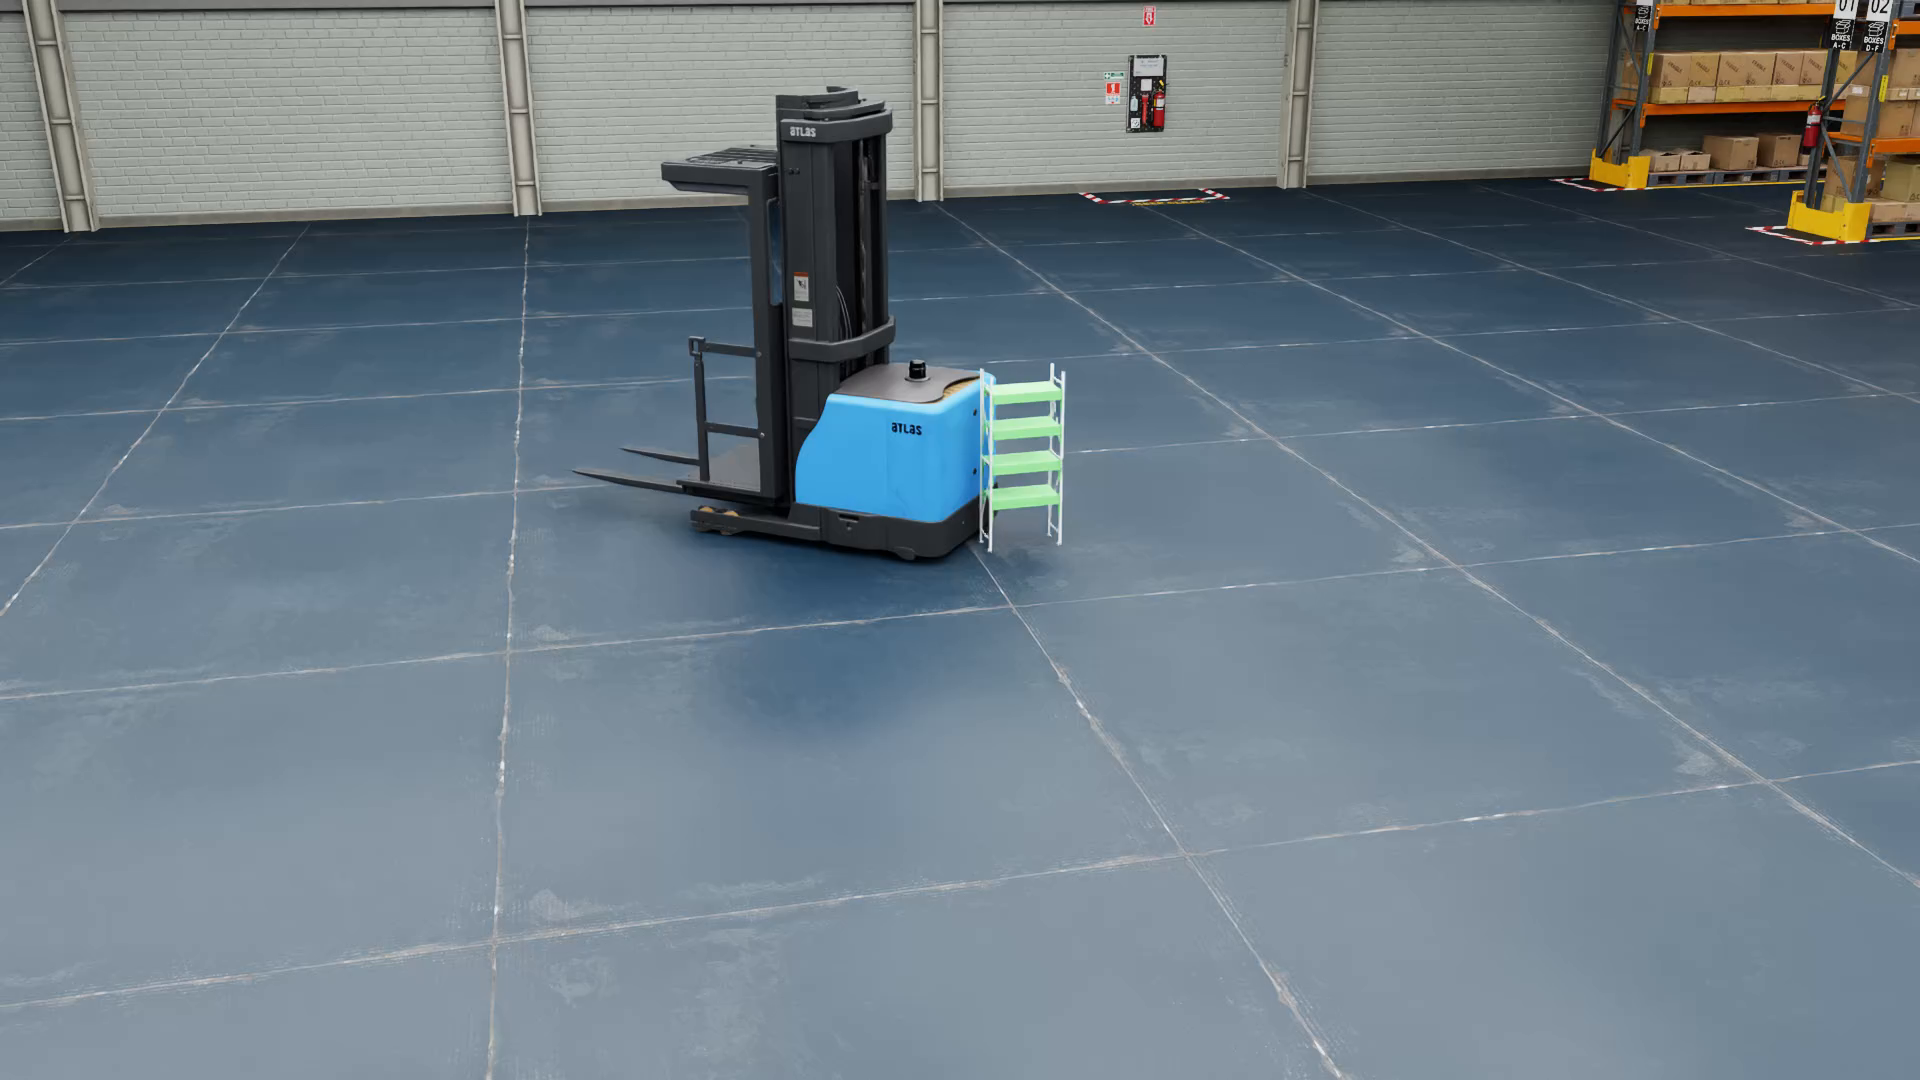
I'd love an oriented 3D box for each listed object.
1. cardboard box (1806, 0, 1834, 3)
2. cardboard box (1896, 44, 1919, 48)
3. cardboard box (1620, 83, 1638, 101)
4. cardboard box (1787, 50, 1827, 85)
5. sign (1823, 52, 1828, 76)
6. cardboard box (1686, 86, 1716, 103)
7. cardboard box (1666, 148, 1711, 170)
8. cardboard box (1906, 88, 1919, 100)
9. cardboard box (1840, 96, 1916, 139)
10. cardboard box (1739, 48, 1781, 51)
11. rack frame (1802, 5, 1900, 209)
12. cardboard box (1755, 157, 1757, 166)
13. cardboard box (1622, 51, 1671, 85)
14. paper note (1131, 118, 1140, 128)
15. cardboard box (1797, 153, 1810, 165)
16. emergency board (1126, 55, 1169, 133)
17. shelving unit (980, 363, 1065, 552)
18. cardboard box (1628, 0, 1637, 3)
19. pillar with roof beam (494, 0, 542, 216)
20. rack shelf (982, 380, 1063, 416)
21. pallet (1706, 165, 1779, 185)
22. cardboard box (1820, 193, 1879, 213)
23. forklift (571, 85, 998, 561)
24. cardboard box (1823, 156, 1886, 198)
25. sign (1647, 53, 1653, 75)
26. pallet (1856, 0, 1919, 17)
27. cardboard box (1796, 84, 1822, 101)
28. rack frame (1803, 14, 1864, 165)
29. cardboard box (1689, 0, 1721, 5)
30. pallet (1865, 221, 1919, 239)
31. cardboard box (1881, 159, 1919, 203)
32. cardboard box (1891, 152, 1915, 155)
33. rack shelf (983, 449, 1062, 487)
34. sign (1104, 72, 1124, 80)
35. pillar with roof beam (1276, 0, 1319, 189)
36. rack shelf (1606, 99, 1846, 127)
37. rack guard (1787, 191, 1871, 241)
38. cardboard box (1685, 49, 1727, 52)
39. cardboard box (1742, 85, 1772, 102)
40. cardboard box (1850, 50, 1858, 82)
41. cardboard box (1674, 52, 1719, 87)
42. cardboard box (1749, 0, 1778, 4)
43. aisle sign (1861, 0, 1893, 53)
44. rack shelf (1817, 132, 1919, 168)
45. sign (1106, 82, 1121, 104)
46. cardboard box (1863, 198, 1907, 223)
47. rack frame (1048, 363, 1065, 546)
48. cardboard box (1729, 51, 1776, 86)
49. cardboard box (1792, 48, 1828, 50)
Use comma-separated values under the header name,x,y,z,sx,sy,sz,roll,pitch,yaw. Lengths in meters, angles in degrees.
name,x,y,z,sx,sy,sz,roll,pitch,yaw
cardboard box,13.678,-8.882,26.666,0.500,0.500,0.500,-6,21,-17
cardboard box,12.878,-6.338,22.224,0.500,0.500,0.700,-5,21,-14
cardboard box,11.125,-7.300,27.071,0.500,0.250,0.500,-4,21,-12
cardboard box,13.734,-7.685,27.031,0.500,0.500,0.500,-5,21,-13
sign,11.747,-6.439,22.504,0.005,0.325,0.100,-5,21,-12
cardboard box,11.765,-7.177,26.734,0.500,0.250,0.500,-5,21,-14
cardboard box,11.964,-6.273,27.348,0.500,0.311,0.500,-3,20,-8
cardboard box,12.546,-5.934,22.064,0.250,0.149,0.380,-5,21,-14
cardboard box,12.316,-5.681,22.317,0.500,0.500,0.700,-5,21,-12
cardboard box,13.112,-7.822,27.407,0.500,0.500,0.500,-4,21,-11
rack frame,11.858,-5.601,22.245,0.127,3.000,1.000,-5,21,-12
cardboard box,13.046,-6.324,27.723,0.250,0.149,0.380,-6,21,-17
cardboard box,11.125,-7.659,26.960,0.500,0.500,0.500,-5,21,-13
paper note,2.756,-6.542,26.093,0.142,0.148,0.016,-5,21,-12
cardboard box,14.094,-6.400,27.904,0.250,0.166,0.380,-7,21,-20
emergency board,2.944,-6.947,25.917,0.643,1.169,0.194,-5,21,-12
shelving unit,0.408,-0.543,11.053,0.503,1.200,0.258,-6,21,-15
cardboard box,11.063,-8.842,26.556,0.500,0.500,0.500,-3,20,-9
pillar with roof beam,-5.329,-7.556,18.858,0.400,9.000,9.100,-5,21,-12
rack shelf,0.408,-0.934,10.910,0.480,0.148,0.258,-6,21,-15
pallet,12.773,-6.104,27.671,1.213,0.211,1.003,-5,21,-12
cardboard box,12.312,-4.649,23.032,0.500,0.250,0.500,-5,21,-12
forklift,-1.299,-1.561,11.315,3.031,2.935,1.130,9,22,23
cardboard box,12.312,-5.002,22.905,0.500,0.500,0.500,-5,21,-12
sign,10.840,-7.484,26.126,0.005,0.325,0.100,-5,21,-12
pallet,12.552,-7.016,21.874,1.213,0.211,1.003,-5,21,-12
cardboard box,13.730,-7.339,27.178,0.500,0.250,0.500,-5,21,-12
rack frame,14.608,-7.576,27.635,0.127,3.000,1.000,-5,21,-12
cardboard box,11.629,-8.697,26.162,0.500,0.500,0.500,-3,20,-9
pallet,12.593,-4.367,22.928,1.213,0.211,1.003,-5,21,-12
cardboard box,12.918,-4.868,22.539,0.500,0.500,0.500,-5,21,-12
cardboard box,15.811,-6.730,28.321,0.500,0.500,0.700,-5,21,-14
rack shelf,0.408,-0.483,11.075,0.480,0.148,0.258,-6,21,-15
sign,2.389,-7.200,25.787,0.331,0.109,0.001,-5,21,-12
pillar with roof beam,6.349,-8.505,21.450,0.400,9.000,9.100,-5,21,-12
rack shelf,12.661,-7.080,27.327,4.000,0.370,1.077,-5,21,-12
rack guard,11.835,-4.426,22.670,0.348,0.500,1.175,-5,21,-12
cardboard box,12.119,-7.738,27.176,0.500,0.500,0.500,-5,21,-14
cardboard box,12.754,-7.254,26.946,0.500,0.250,0.500,-4,21,-12
cardboard box,15.111,-7.858,27.621,0.500,0.500,0.700,-5,21,-12
cardboard box,11.732,-7.523,26.590,0.500,0.500,0.500,-5,21,-12
cardboard box,12.650,-8.789,26.413,0.500,0.500,0.500,-3,20,-9
aisle sign,11.865,-6.714,21.504,0.004,0.787,0.394,-5,21,-12
rack shelf,13.805,-5.422,22.801,4.000,0.370,1.077,-5,21,-12
sign,2.383,-6.954,25.886,0.234,0.329,0.001,-5,21,-12
cardboard box,12.432,-4.476,22.558,0.500,0.250,0.500,-5,21,-12
rack frame,0.643,-0.566,11.116,0.015,1.200,0.240,-6,21,-15
cardboard box,12.736,-7.607,26.819,0.500,0.500,0.500,-4,20,-11
cardboard box,14.102,-7.900,27.618,0.500,0.500,0.500,-5,21,-14
